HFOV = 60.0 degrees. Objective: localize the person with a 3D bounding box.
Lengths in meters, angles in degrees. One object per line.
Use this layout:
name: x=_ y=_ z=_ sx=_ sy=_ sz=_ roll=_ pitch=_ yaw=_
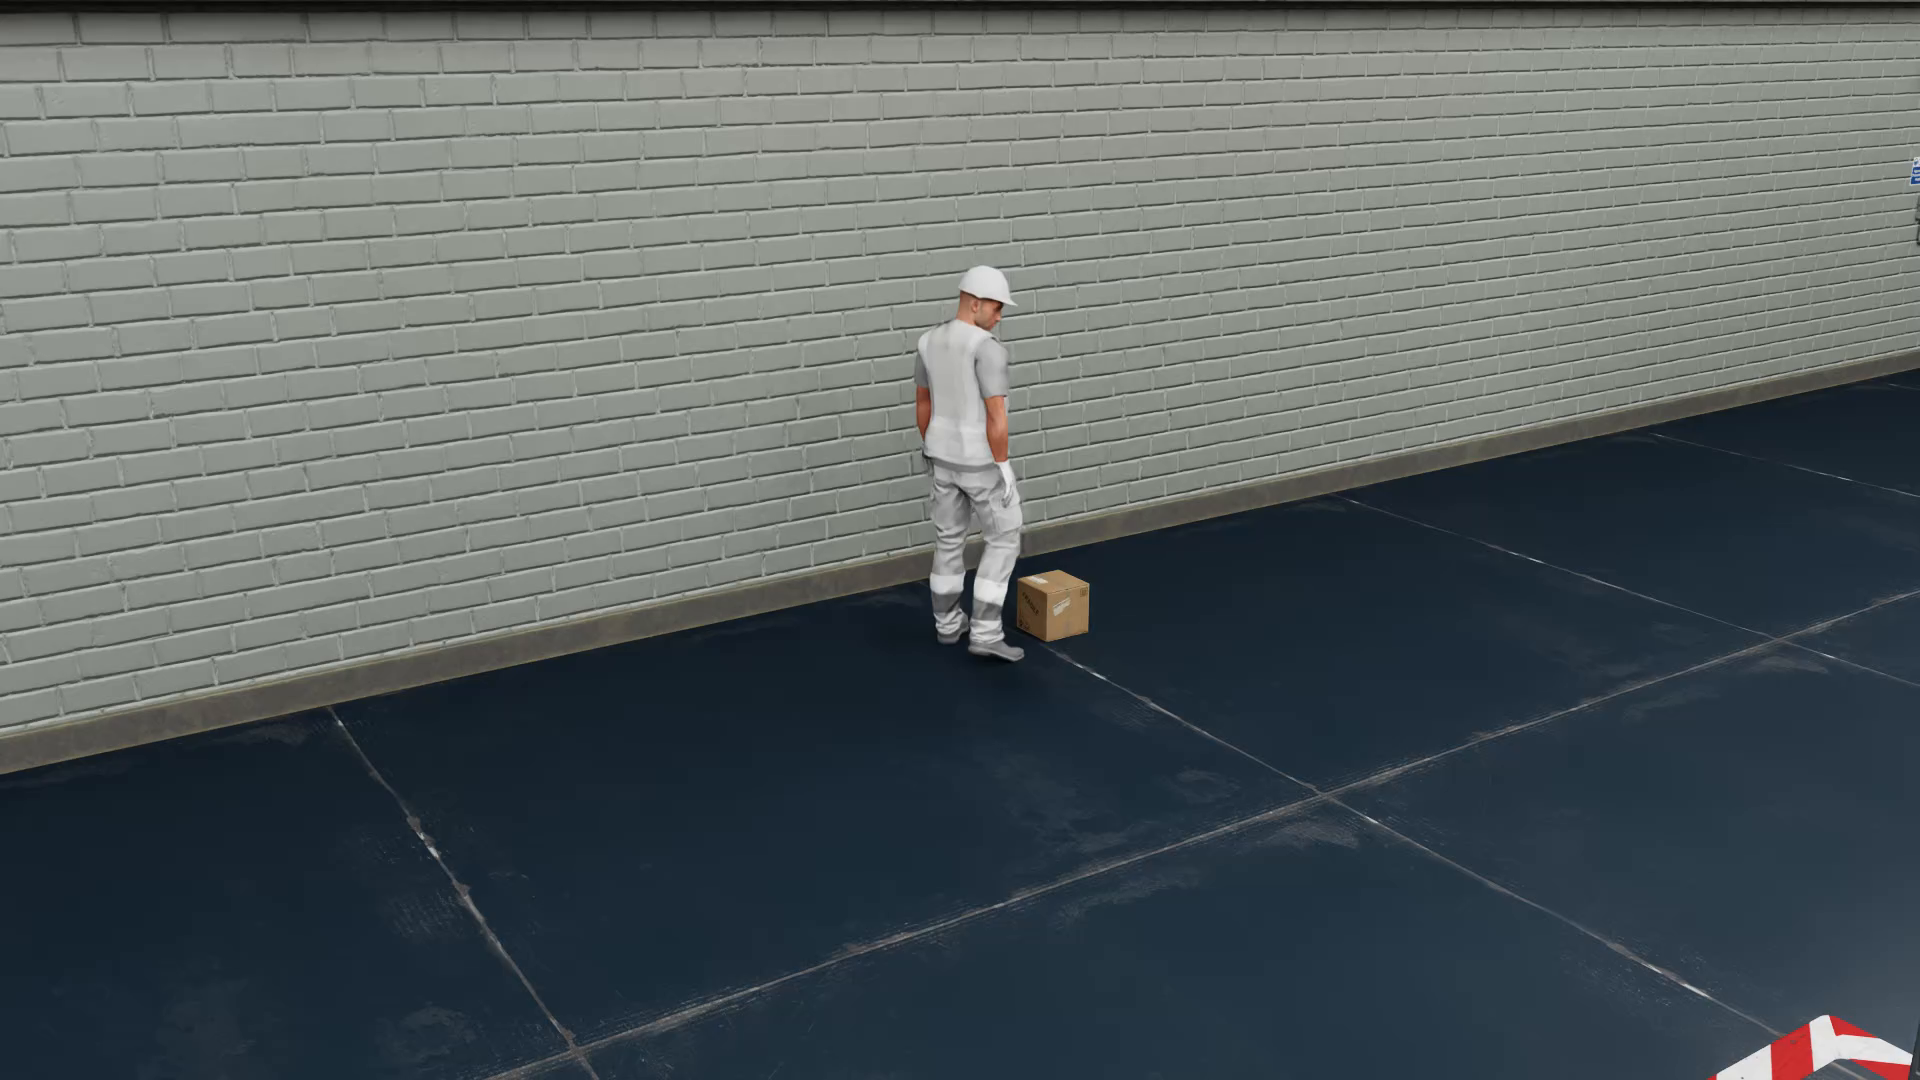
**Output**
person: x=0.040 y=-0.346 z=7.587 sx=0.662 sy=1.803 sz=0.385 roll=15 pitch=23 yaw=39
